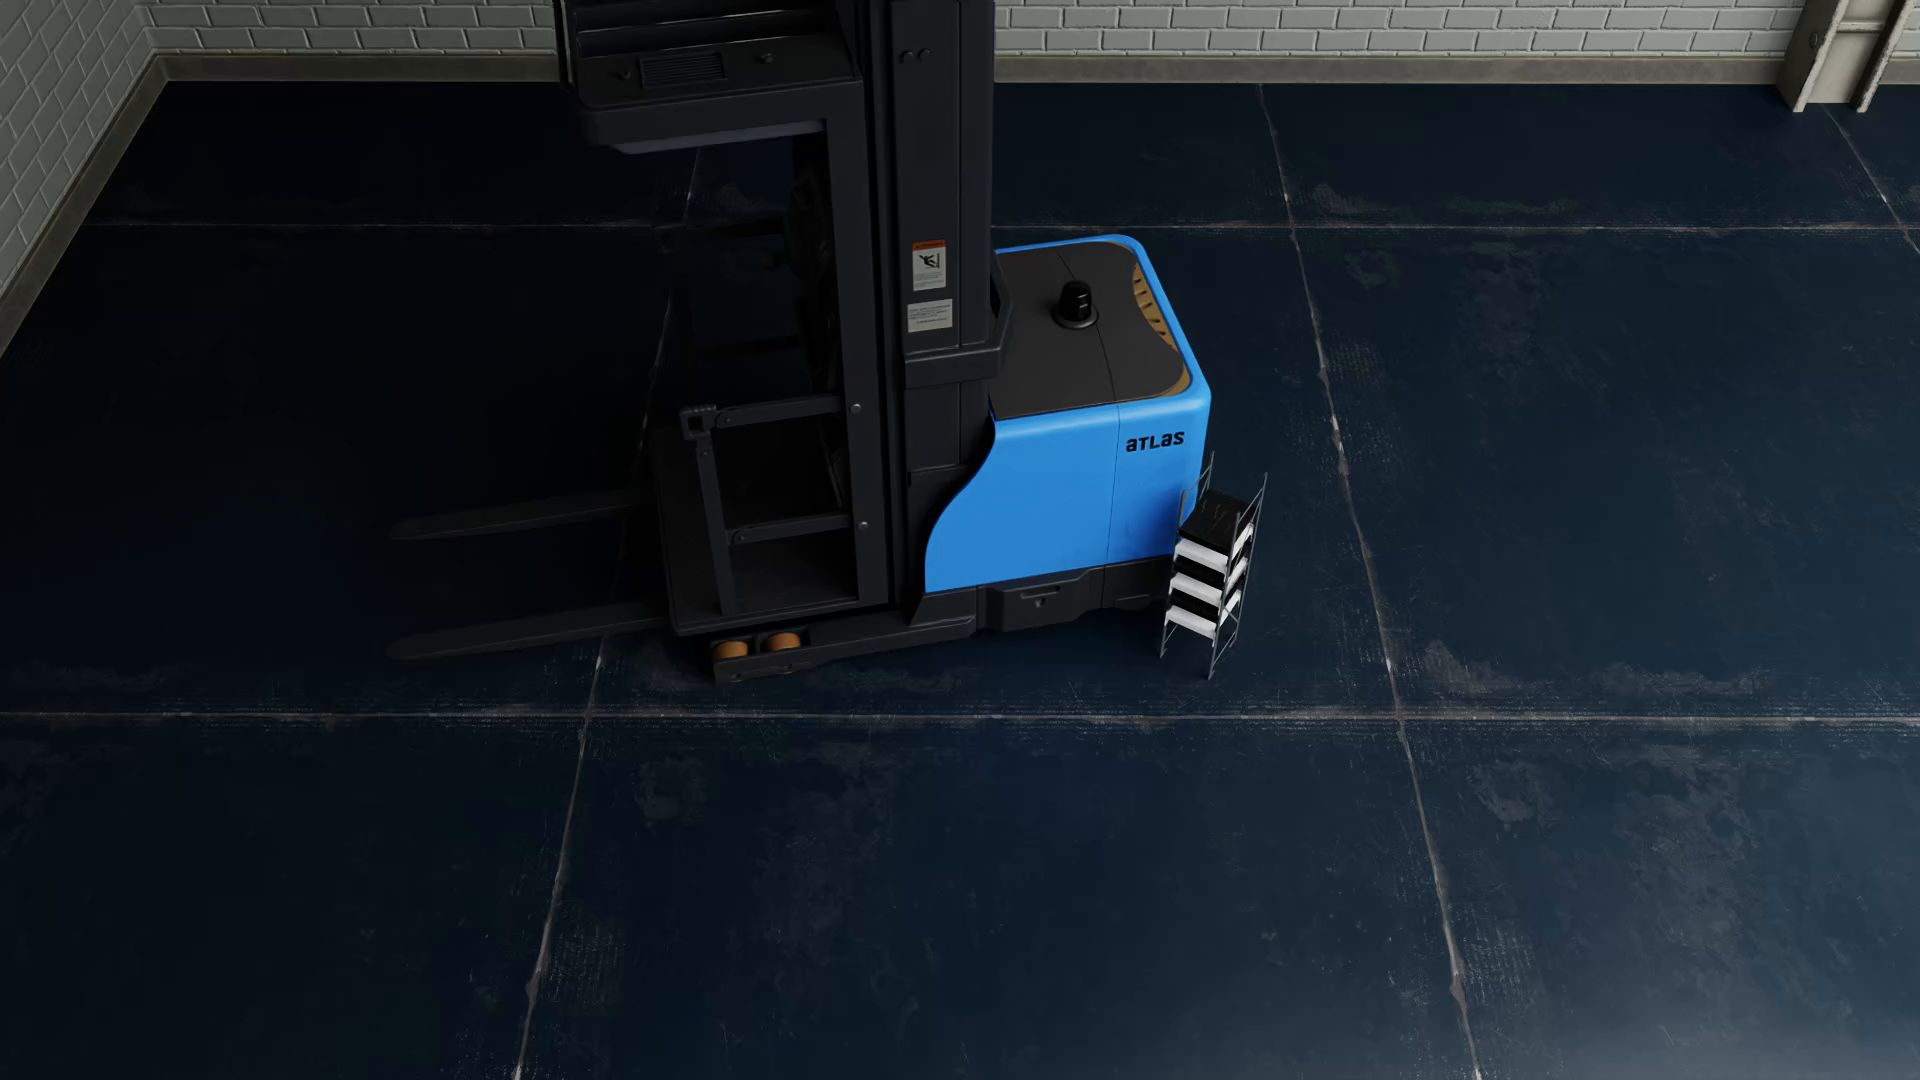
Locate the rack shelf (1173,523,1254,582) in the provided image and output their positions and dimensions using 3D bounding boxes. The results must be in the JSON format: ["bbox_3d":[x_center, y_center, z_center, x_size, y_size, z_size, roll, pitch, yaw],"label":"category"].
[{"bbox_3d":[0.910,0.008,5.927,0.200,0.077,0.258,24,52,21],"label":"rack shelf"}]

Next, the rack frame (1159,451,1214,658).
[{"bbox_3d":[0.823,0.069,6.071,0.006,0.900,0.240,24,52,21],"label":"rack frame"}]

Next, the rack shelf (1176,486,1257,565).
[{"bbox_3d":[0.910,-0.053,5.861,0.200,0.077,0.258,24,52,21],"label":"rack shelf"}]

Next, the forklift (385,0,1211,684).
[{"bbox_3d":[-0.678,-0.888,5.574,3.031,2.935,1.130,-9,48,-8],"label":"forklift"}]

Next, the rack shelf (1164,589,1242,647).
[{"bbox_3d":[0.910,0.253,6.191,0.200,0.077,0.258,24,52,21],"label":"rack shelf"}]

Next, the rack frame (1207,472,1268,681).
[{"bbox_3d":[0.996,0.147,5.998,0.006,0.900,0.240,24,52,21],"label":"rack frame"}]

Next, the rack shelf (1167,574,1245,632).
[{"bbox_3d":[0.910,0.192,6.125,0.200,0.077,0.258,24,52,21],"label":"rack shelf"}]

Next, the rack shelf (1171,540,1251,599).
[{"bbox_3d":[0.910,0.069,5.993,0.200,0.077,0.258,24,52,21],"label":"rack shelf"}]

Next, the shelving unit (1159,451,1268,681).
[{"bbox_3d":[0.910,0.108,6.035,0.210,0.900,0.258,24,52,21],"label":"shelving unit"}]

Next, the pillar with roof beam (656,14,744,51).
[{"bbox_3d":[-1.374,-2.329,2.770,0.400,9.000,9.100,0,47,0],"label":"pillar with roof beam"}]

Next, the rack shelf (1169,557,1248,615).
[{"bbox_3d":[0.910,0.131,6.059,0.200,0.077,0.258,24,52,21],"label":"rack shelf"}]

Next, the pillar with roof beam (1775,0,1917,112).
[{"bbox_3d":[4.626,-2.313,2.755,0.400,9.000,9.100,0,47,0],"label":"pillar with roof beam"}]
